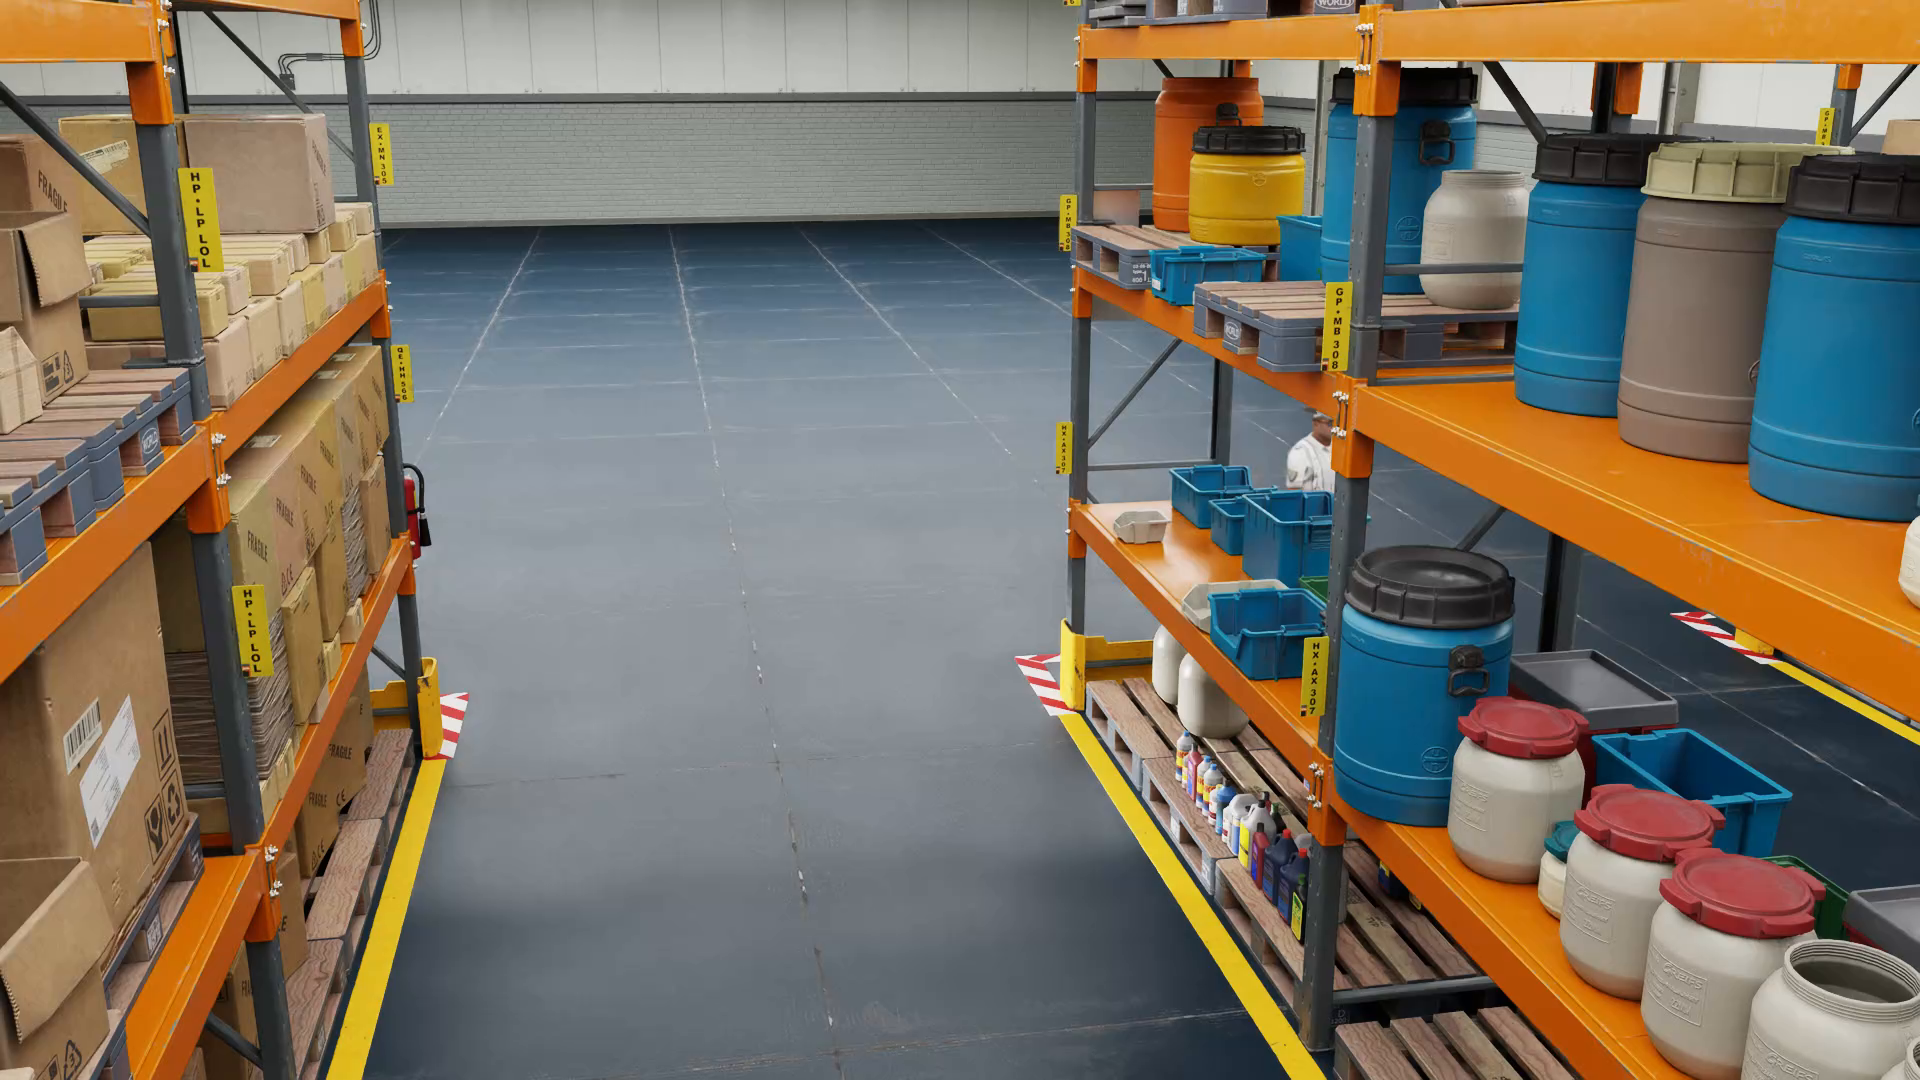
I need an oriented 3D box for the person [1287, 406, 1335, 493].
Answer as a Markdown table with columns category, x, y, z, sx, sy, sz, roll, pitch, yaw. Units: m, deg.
| category | x | y | z | sx | sy | sz | roll | pitch | yaw |
| --- | --- | --- | --- | --- | --- | --- | --- | --- | --- |
| person | 2.453 | -0.077 | 11.275 | 0.534 | 1.786 | 0.393 | -10 | 19 | -31 |
